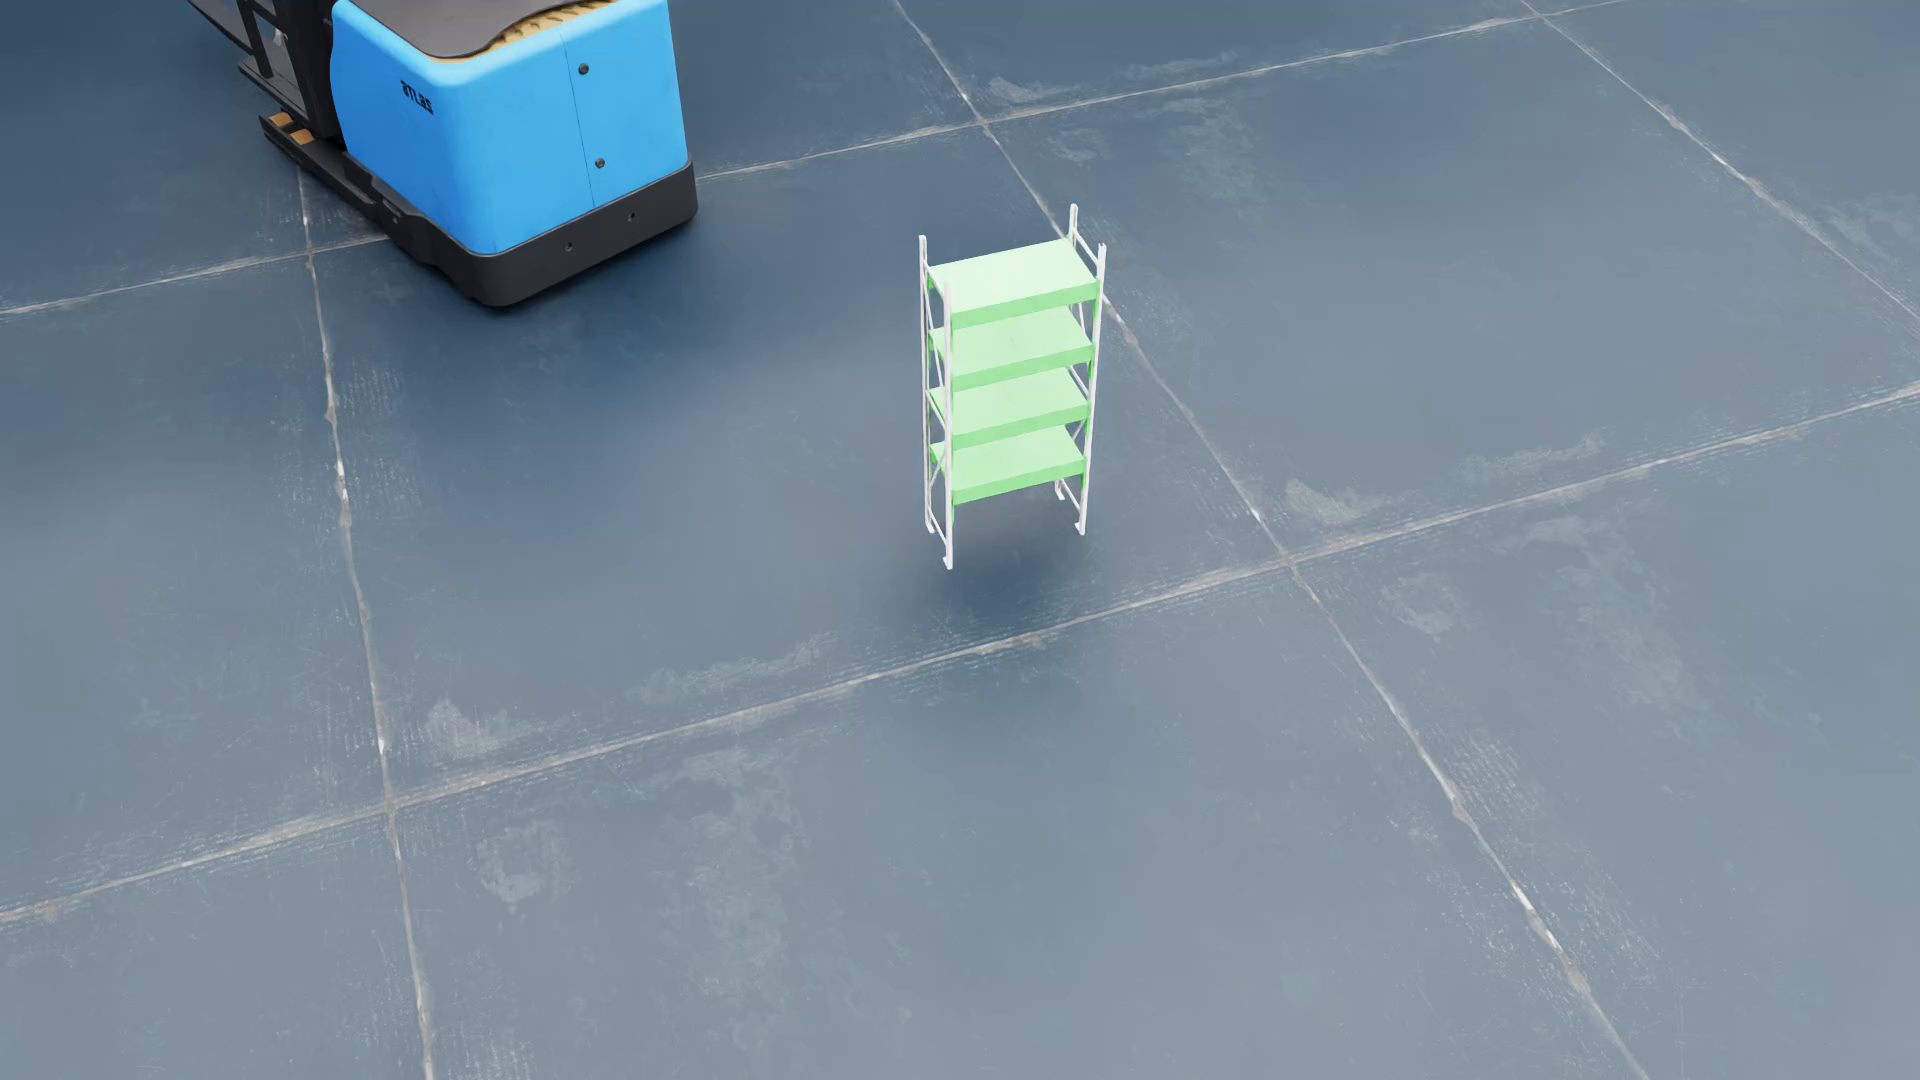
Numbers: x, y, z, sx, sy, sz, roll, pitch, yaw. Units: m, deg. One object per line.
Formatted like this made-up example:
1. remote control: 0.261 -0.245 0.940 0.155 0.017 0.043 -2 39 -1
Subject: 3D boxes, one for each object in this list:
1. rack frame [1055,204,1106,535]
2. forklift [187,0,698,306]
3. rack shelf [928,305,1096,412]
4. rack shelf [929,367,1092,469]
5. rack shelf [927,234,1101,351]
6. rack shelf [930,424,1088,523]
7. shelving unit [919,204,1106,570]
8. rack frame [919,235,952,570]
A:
1. rack frame: 0.385 -0.522 5.423 0.015 1.200 0.240 -14 47 -14
2. forklift: -2.483 -2.910 6.581 1.130 2.935 3.031 -34 54 -29
3. rack shelf: 0.156 -0.588 5.240 0.480 0.148 0.258 -14 47 -14
4. rack shelf: 0.156 -0.418 5.410 0.480 0.148 0.258 -14 47 -14
5. rack shelf: 0.156 -0.757 5.070 0.480 0.148 0.258 -14 47 -14
6. rack shelf: 0.156 -0.249 5.580 0.480 0.148 0.258 -14 47 -14
7. shelving unit: 0.156 -0.463 5.365 0.503 1.200 0.258 -14 47 -14
8. rack frame: -0.074 -0.405 5.306 0.015 1.200 0.240 -14 47 -14
